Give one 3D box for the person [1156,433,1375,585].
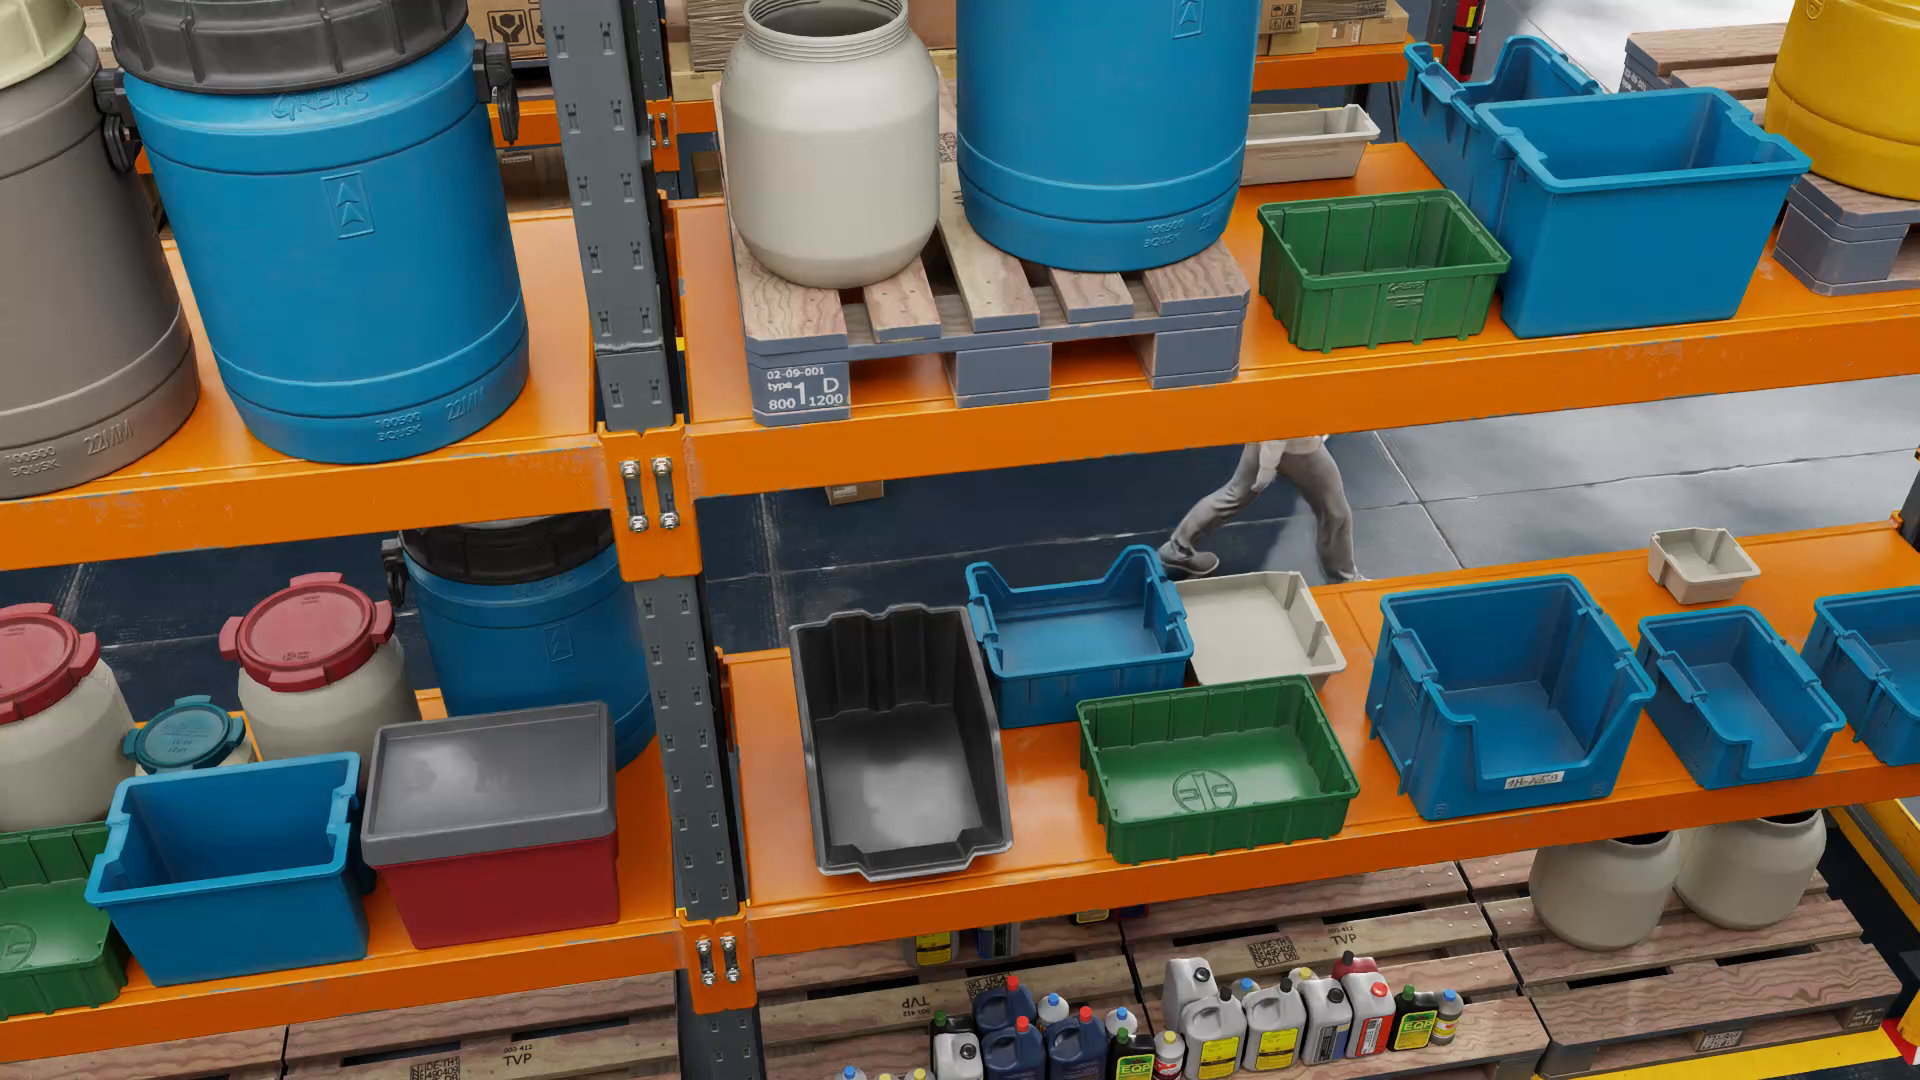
[{"bbox_3d":[1.353,-0.448,6.677,1.027,1.631,0.488,1,39,1],"label":"person"}]
